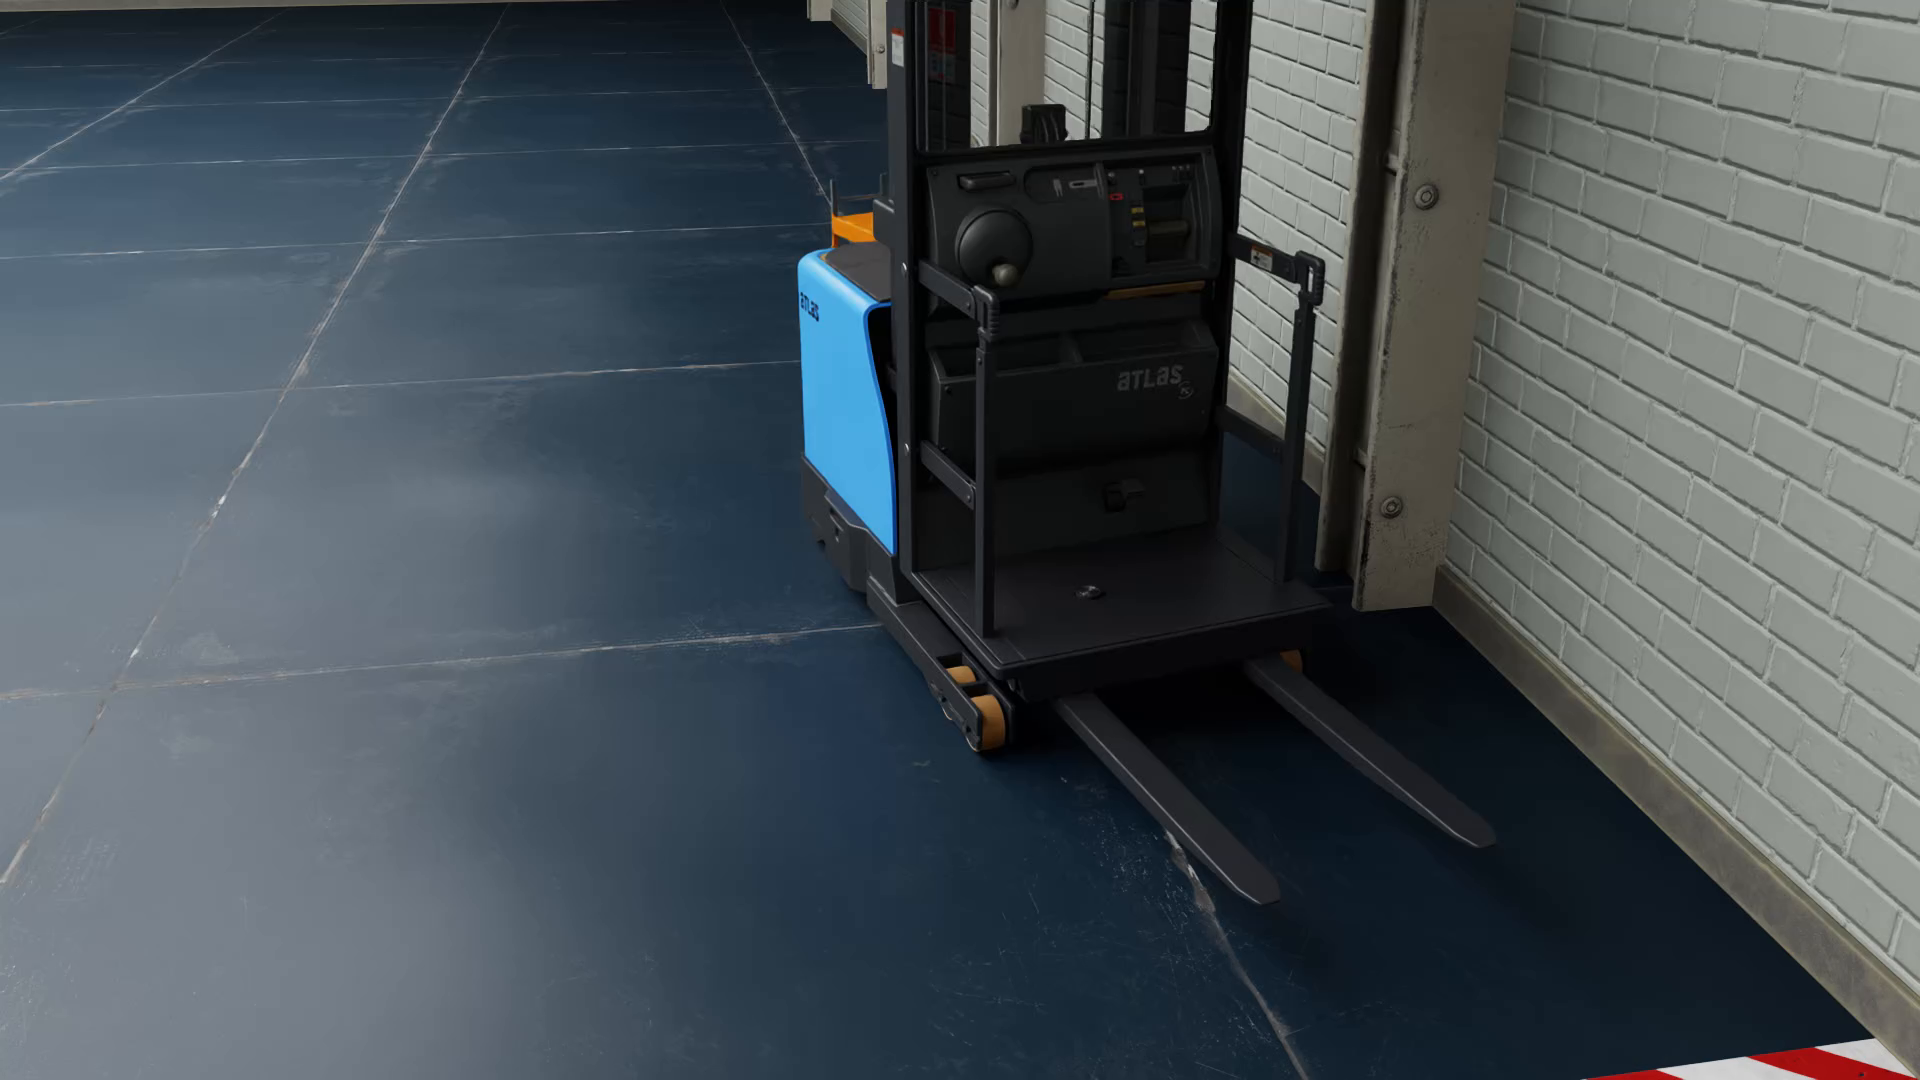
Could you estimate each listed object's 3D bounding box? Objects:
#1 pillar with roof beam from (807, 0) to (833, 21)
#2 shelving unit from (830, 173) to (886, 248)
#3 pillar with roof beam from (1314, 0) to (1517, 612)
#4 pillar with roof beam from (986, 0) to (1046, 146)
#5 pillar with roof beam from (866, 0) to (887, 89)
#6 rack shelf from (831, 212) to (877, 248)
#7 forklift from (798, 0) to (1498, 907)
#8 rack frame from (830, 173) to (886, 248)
[{"bbox_3d":[-6.085,-10.729,19.573,9.100,9.000,0.400,-4,24,-10],"label":"pillar with roof beam"},{"bbox_3d":[-0.272,-0.789,6.556,0.258,1.200,0.503,-14,27,-28],"label":"shelving unit"},{"bbox_3d":[-2.757,-3.649,3.362,9.100,9.000,0.400,-4,24,-10],"label":"pillar with roof beam"},{"bbox_3d":[-3.866,-6.009,8.766,9.100,9.000,0.400,-4,24,-10],"label":"pillar with roof beam"},{"bbox_3d":[-4.976,-8.369,14.170,9.100,9.000,0.400,-4,24,-10],"label":"pillar with roof beam"},{"bbox_3d":[-0.272,-1.149,6.399,0.258,0.148,0.480,-14,27,-28],"label":"rack shelf"},{"bbox_3d":[0.428,-0.919,4.692,1.130,2.935,3.031,-9,25,-20],"label":"forklift"},{"bbox_3d":[-0.398,-0.872,6.748,0.240,1.200,0.015,-14,27,-28],"label":"rack frame"}]
